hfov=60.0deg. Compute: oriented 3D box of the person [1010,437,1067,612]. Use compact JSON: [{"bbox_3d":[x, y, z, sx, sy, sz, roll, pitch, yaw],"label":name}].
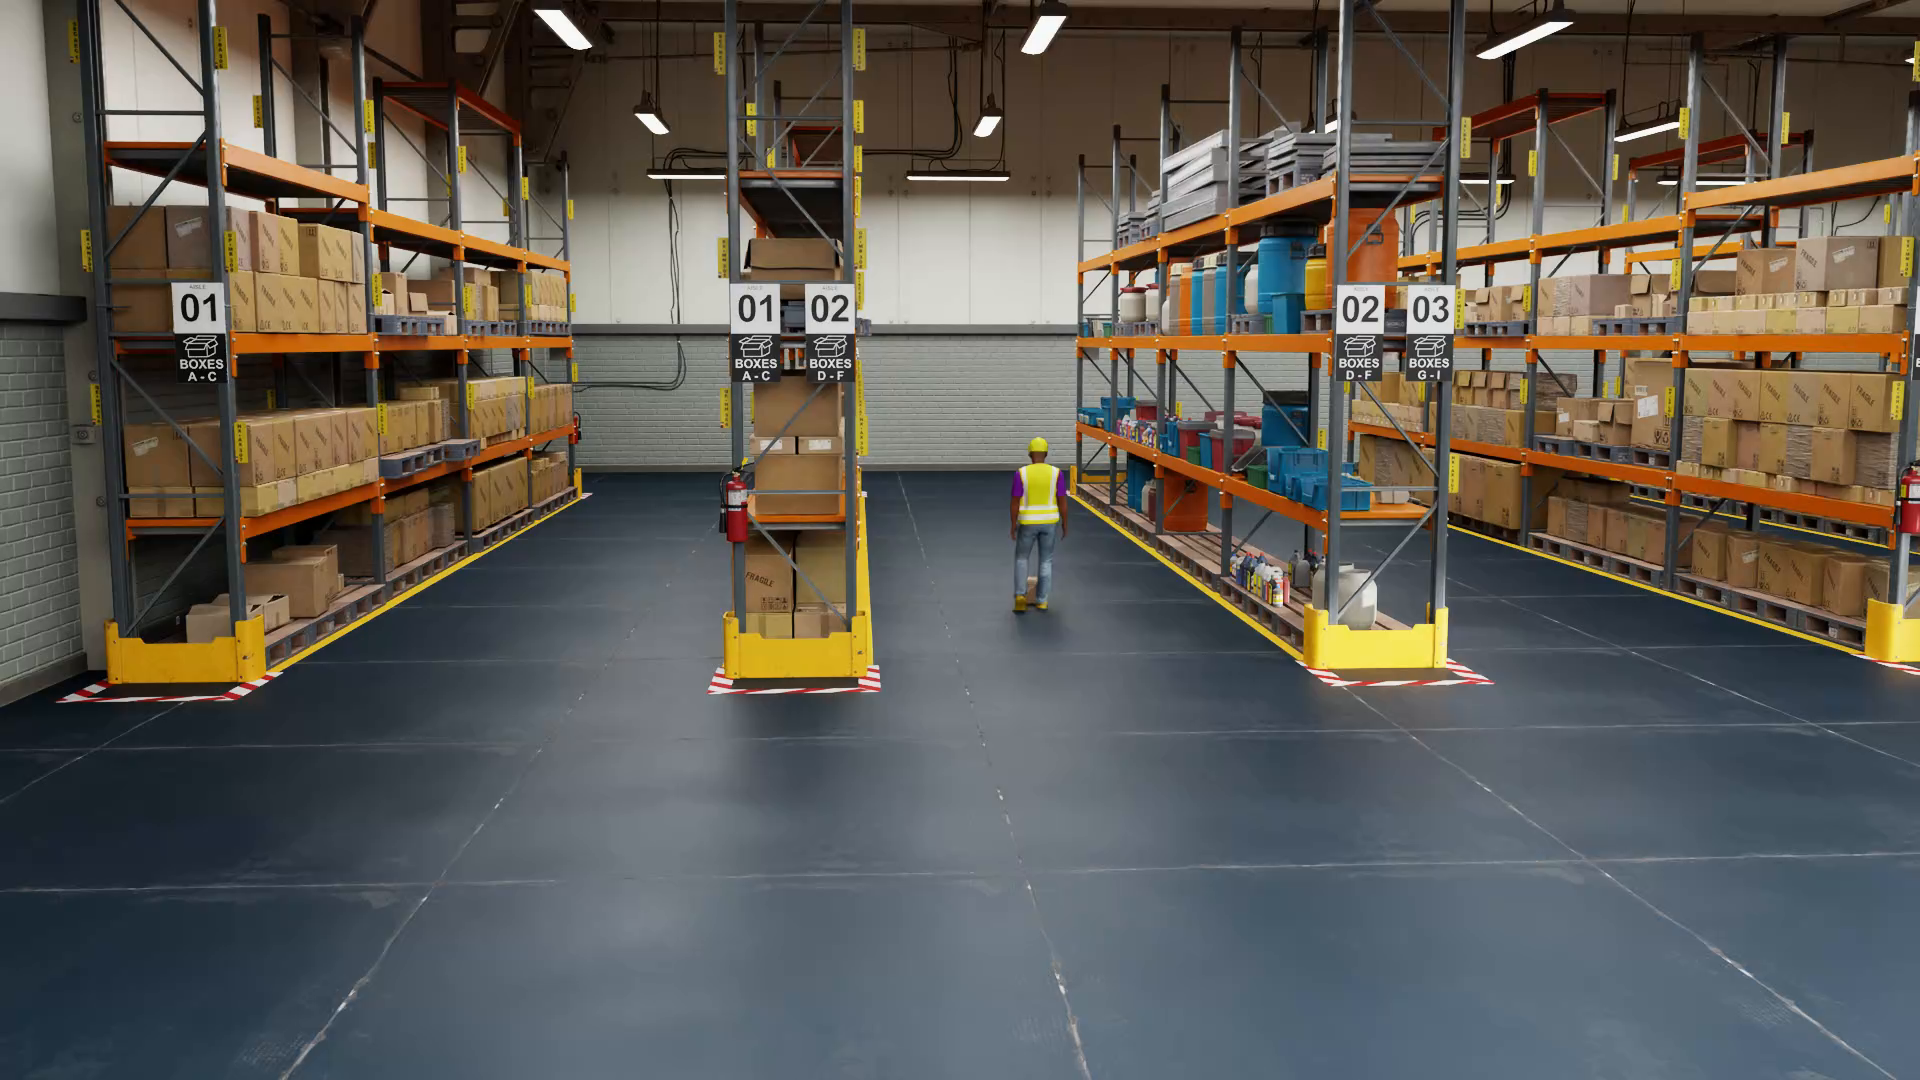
[{"bbox_3d":[0.799,-0.156,17.011,0.600,1.791,0.542,0,7,-4],"label":"person"}]
